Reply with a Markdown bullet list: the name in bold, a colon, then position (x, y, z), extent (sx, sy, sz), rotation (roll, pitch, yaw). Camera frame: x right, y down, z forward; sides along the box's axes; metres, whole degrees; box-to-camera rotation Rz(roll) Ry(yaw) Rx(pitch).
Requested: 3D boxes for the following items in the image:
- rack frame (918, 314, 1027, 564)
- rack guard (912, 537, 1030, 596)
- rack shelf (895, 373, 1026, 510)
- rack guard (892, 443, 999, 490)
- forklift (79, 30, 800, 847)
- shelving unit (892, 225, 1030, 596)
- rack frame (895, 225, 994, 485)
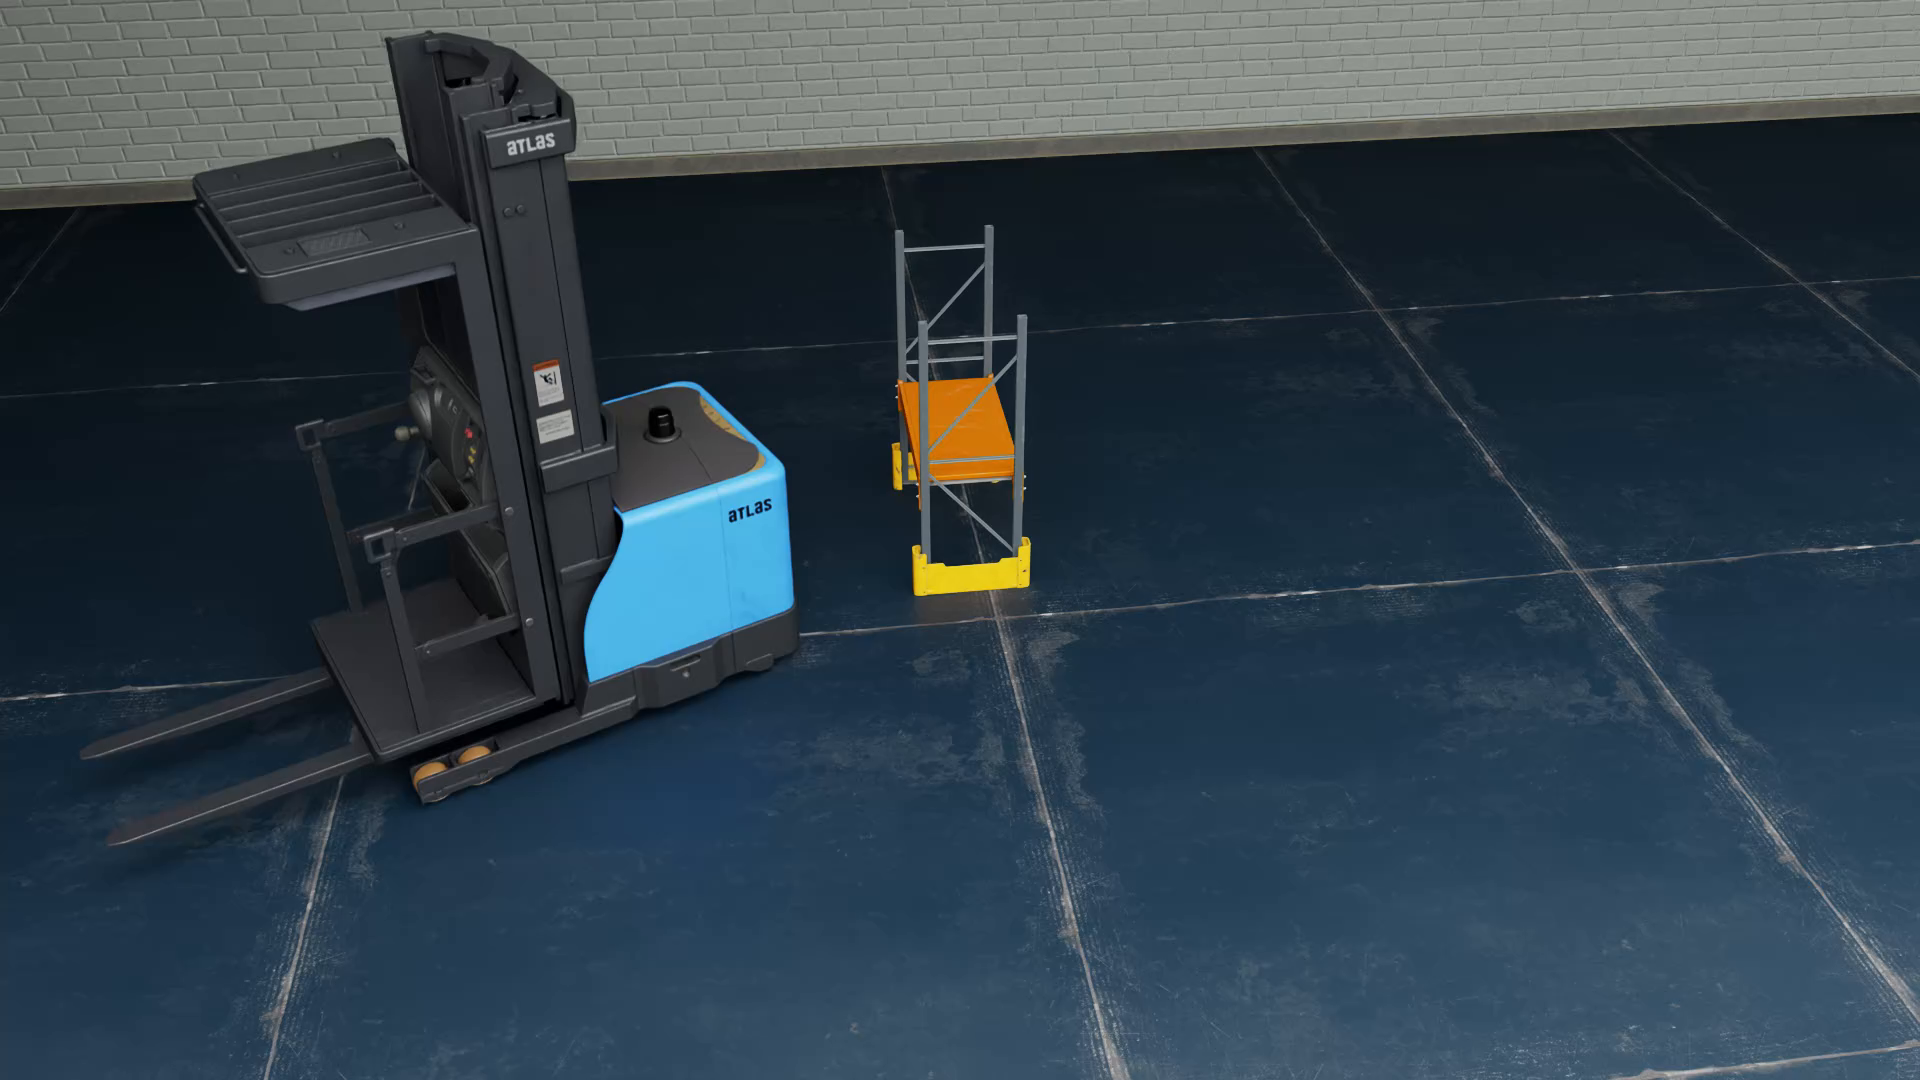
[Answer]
- **rack frame**: position (0.057, -0.384, 7.981), extent (0.500, 1.500, 0.032), rotation (-4, 35, -6)
- **rack guard**: position (0.057, 0.132, 8.334), extent (0.587, 0.250, 0.087), rotation (-4, 35, -6)
- **rack shelf**: position (-0.011, -0.519, 8.499), extent (0.538, 0.185, 1.000), rotation (-4, 35, -6)
- **rack guard**: position (-0.077, -0.424, 9.150), extent (0.587, 0.250, 0.087), rotation (-4, 35, -6)
- **forklift**: position (-2.278, -0.433, 6.783), extent (3.031, 2.935, 1.130), rotation (-20, 39, -27)
- **shelving unit**: position (-0.010, -0.662, 8.390), extent (0.587, 1.500, 1.083), rotation (-4, 35, -6)
- **rack frame**: position (-0.080, -0.951, 8.814), extent (0.500, 1.500, 0.032), rotation (-4, 35, -6)
